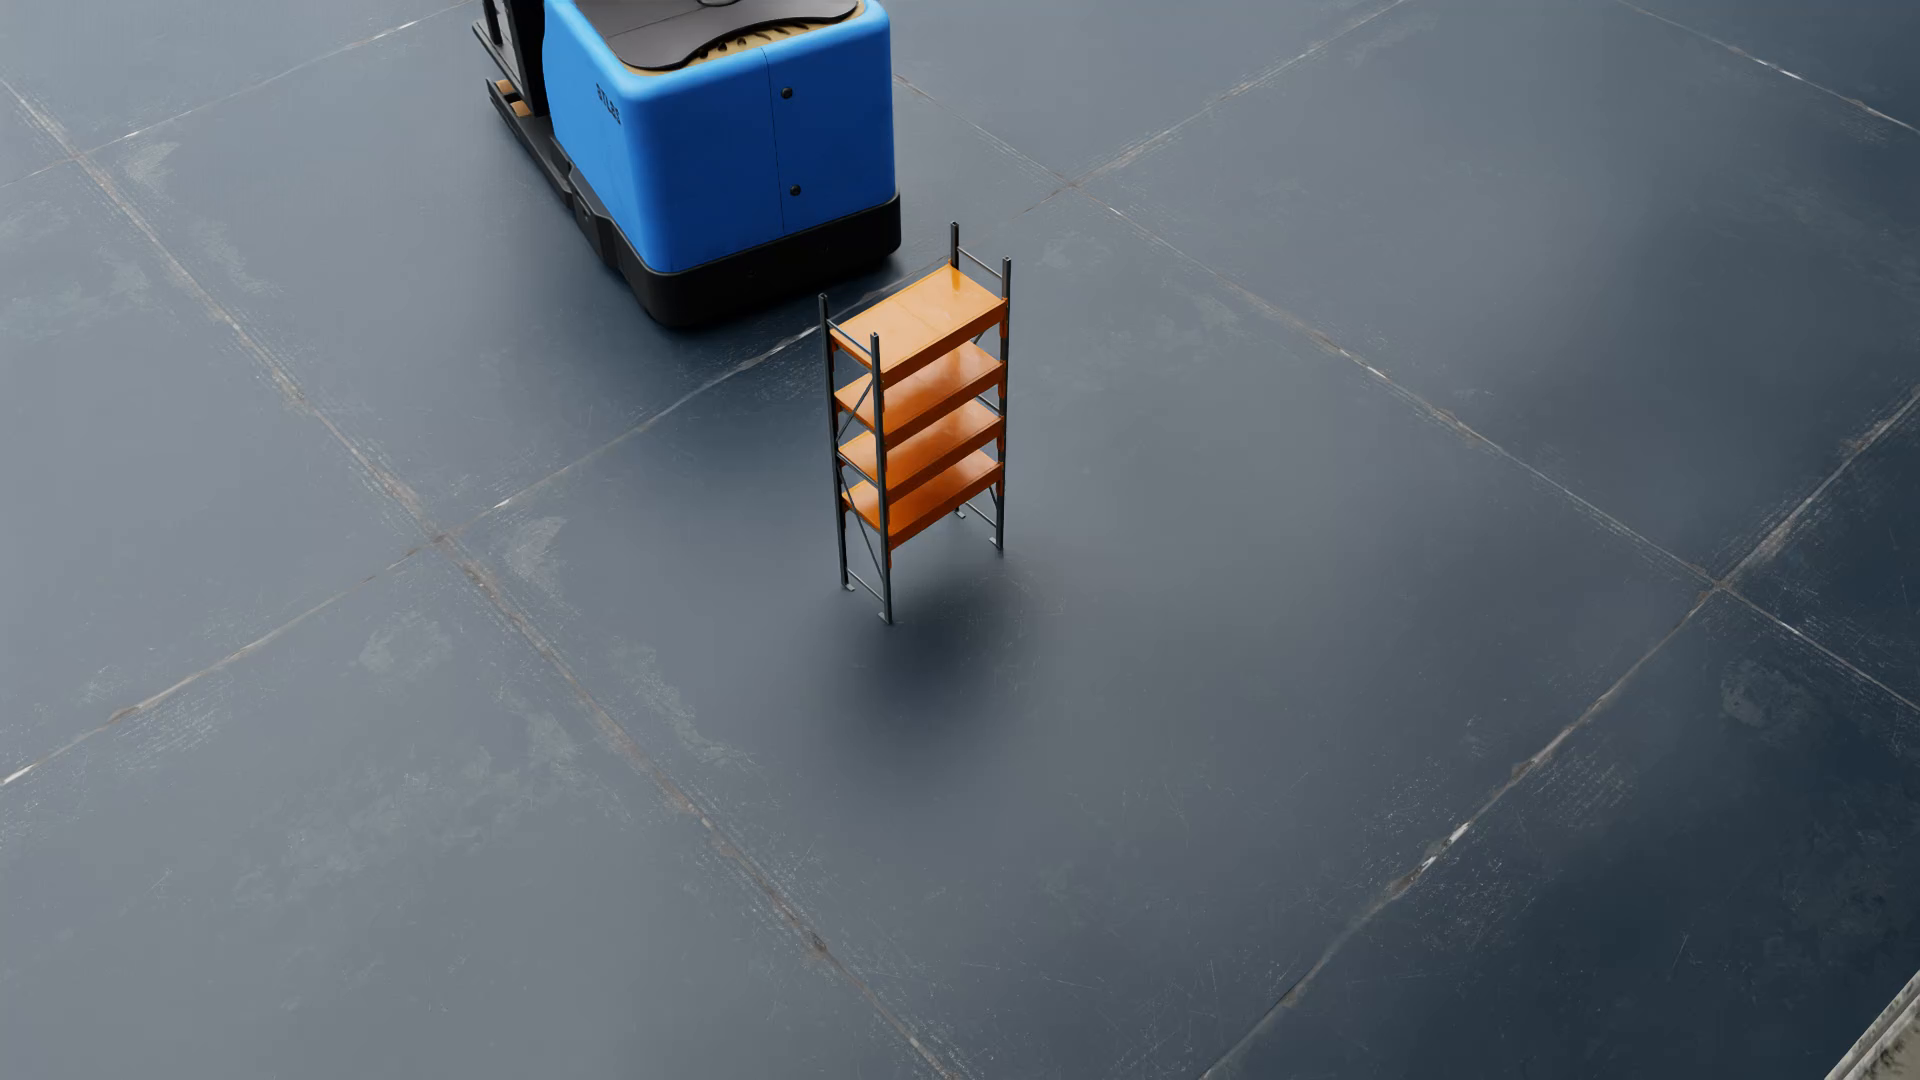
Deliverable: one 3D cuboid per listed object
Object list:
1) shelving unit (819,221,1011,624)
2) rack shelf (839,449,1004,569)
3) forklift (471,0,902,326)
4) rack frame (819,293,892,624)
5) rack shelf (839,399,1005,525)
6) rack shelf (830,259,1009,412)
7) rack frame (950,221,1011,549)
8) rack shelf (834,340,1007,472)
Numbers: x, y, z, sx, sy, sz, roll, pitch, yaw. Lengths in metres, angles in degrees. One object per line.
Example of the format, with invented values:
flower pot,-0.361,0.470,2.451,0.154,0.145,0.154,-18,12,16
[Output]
shelving unit,-0.122,-0.325,5.062,0.503,1.200,0.258,-34,56,-27
rack shelf,-0.122,-0.145,5.258,0.480,0.148,0.258,-34,56,-27
forklift,-1.399,-2.872,6.235,1.130,2.935,3.031,-23,51,-20
rack frame,-0.303,-0.204,4.951,0.015,1.200,0.240,-34,56,-27
rack shelf,-0.122,-0.279,5.112,0.480,0.148,0.258,-34,56,-27
rack shelf,-0.122,-0.591,4.774,0.480,0.148,0.258,-34,56,-27
rack frame,0.058,-0.446,5.174,0.015,1.200,0.240,-34,56,-27
rack shelf,-0.122,-0.431,4.947,0.480,0.148,0.258,-34,56,-27
